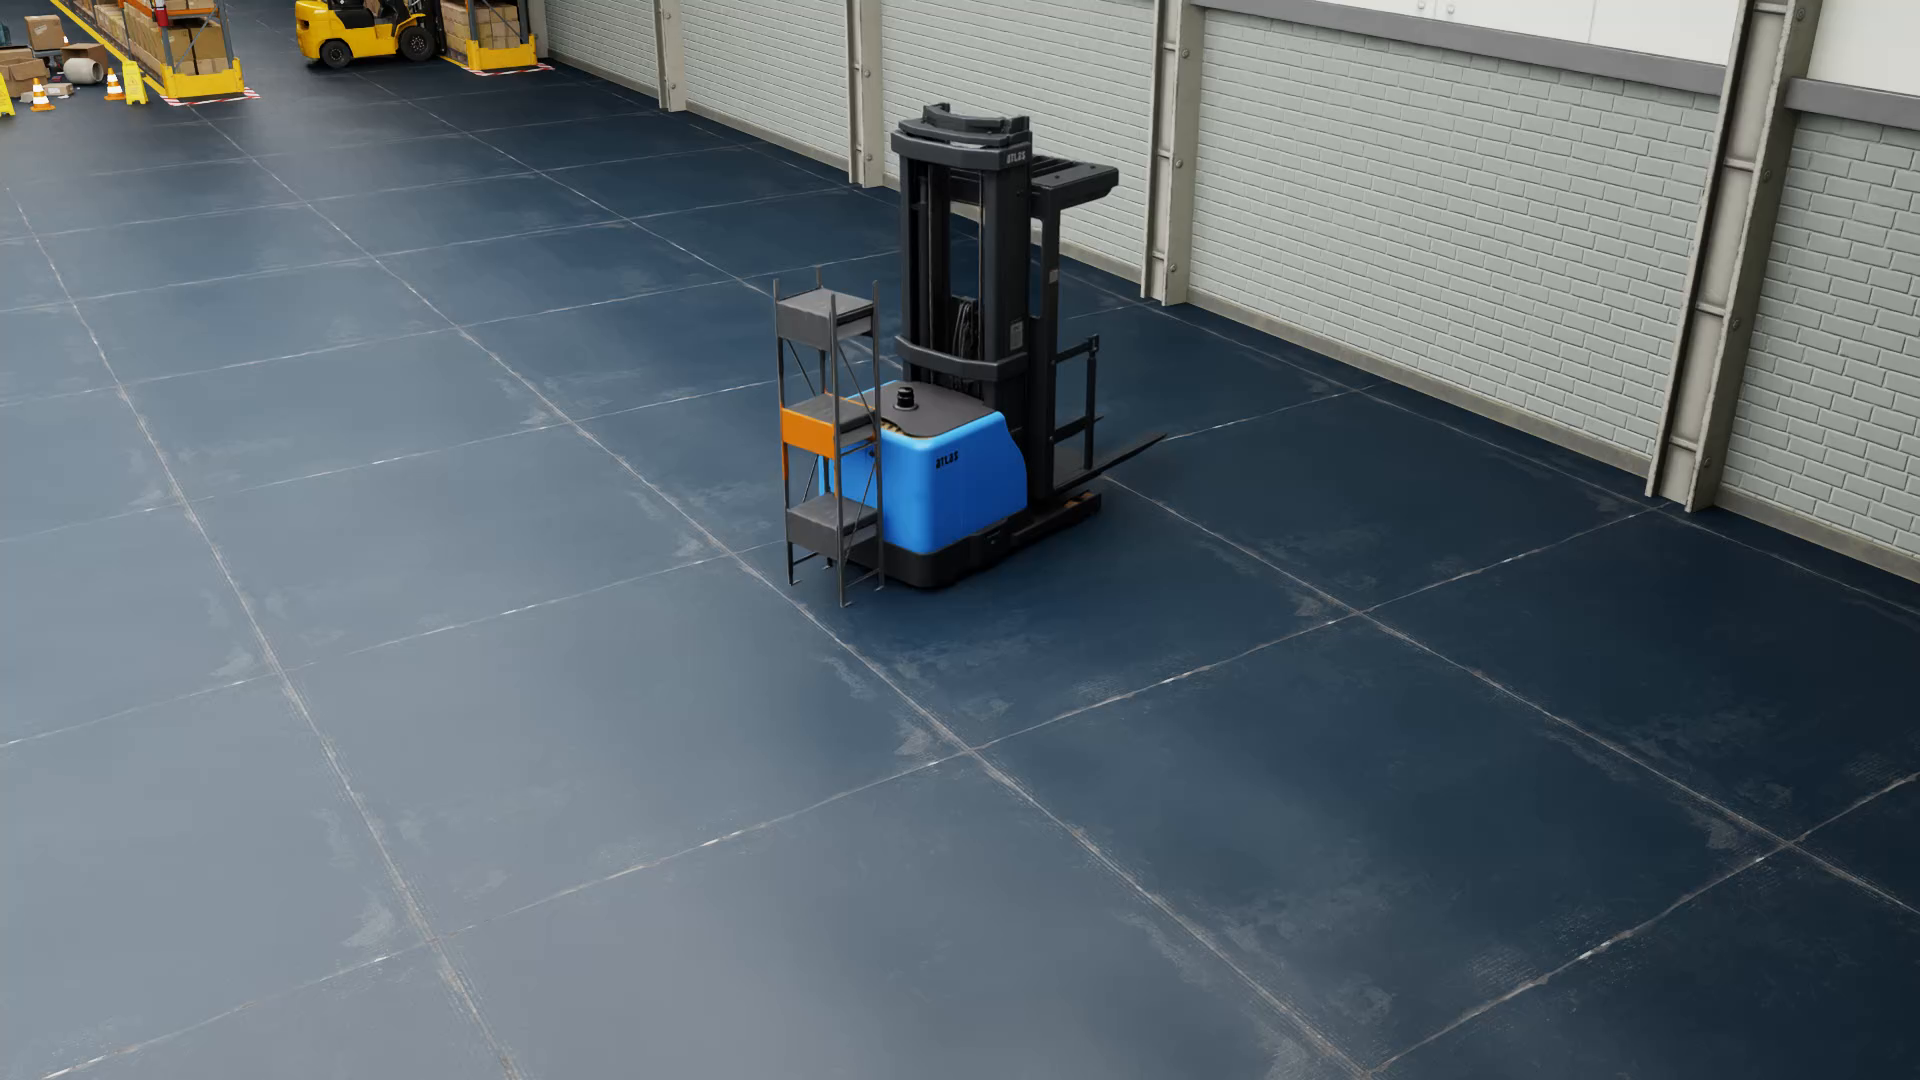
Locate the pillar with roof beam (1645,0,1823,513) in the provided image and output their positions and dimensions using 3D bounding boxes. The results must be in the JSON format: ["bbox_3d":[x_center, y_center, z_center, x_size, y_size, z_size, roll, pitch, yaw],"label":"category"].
[{"bbox_3d":[1.745,-3.371,8.312,9.100,9.000,0.400,-16,29,-30],"label":"pillar with roof beam"}]

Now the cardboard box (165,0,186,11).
[{"bbox_3d":[-12.665,-8.599,26.707,0.380,0.149,0.250,-14,29,-28],"label":"cardboard box"}]

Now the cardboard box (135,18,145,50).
[{"bbox_3d":[-13.785,-8.696,28.470,0.500,0.500,0.500,-14,29,-27],"label":"cardboard box"}]

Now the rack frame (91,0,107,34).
[{"bbox_3d":[-16.648,-11.490,32.537,1.000,3.000,0.127,-16,29,-30],"label":"rack frame"}]

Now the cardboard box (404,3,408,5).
[{"bbox_3d":[-10.303,-10.145,31.832,0.500,0.250,0.500,-16,29,-30],"label":"cardboard box"}]

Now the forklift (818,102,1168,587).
[{"bbox_3d":[0.376,-1.566,11.595,1.130,2.935,3.031,20,32,36],"label":"forklift"}]

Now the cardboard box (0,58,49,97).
[{"bbox_3d":[-15.361,-7.538,27.090,0.637,0.503,0.797,7,26,15],"label":"cardboard box"}]

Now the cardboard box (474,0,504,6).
[{"bbox_3d":[-8.504,-9.579,30.048,0.500,0.250,0.500,-15,29,-29],"label":"cardboard box"}]

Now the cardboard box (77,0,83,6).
[{"bbox_3d":[-18.427,-11.946,35.502,0.875,0.875,0.875,-15,29,-28],"label":"cardboard box"}]

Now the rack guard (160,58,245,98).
[{"bbox_3d":[-12.323,-7.525,27.067,1.175,0.500,0.348,-16,29,-30],"label":"rack guard"}]

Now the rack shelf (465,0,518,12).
[{"bbox_3d":[-9.216,-10.176,30.598,1.077,0.370,4.000,-16,29,-30],"label":"rack shelf"}]

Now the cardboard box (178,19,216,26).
[{"bbox_3d":[-12.792,-8.461,27.973,0.500,0.500,0.500,-17,30,-31],"label":"cardboard box"}]

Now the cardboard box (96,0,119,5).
[{"bbox_3d":[-16.956,-10.985,33.466,0.875,0.875,0.875,-16,30,-30],"label":"cardboard box"}]

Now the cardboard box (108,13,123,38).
[{"bbox_3d":[-15.530,-9.752,31.443,0.950,0.372,0.625,-14,29,-28],"label":"cardboard box"}]

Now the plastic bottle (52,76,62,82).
[{"bbox_3d":[-15.332,-7.832,28.230,0.133,0.061,0.283,-10,27,-21],"label":"plastic bottle"}]

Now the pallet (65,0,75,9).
[{"bbox_3d":[-19.182,-11.950,36.778,1.003,0.211,1.213,-16,29,-30],"label":"pallet"}]

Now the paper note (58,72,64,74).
[{"bbox_3d":[-15.605,-8.129,28.897,0.148,0.019,0.142,-16,29,-30],"label":"paper note"}]

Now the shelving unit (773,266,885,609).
[{"bbox_3d":[-0.822,-0.638,10.604,0.503,2.100,0.431,20,32,36],"label":"shelving unit"}]

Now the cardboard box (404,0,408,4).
[{"bbox_3d":[-10.307,-10.370,31.722,0.500,0.250,0.500,-16,30,-30],"label":"cardboard box"}]

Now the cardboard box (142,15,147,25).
[{"bbox_3d":[-13.328,-8.639,27.590,0.380,0.149,0.250,-15,29,-29],"label":"cardboard box"}]

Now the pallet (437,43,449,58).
[{"bbox_3d":[-9.239,-9.225,31.007,1.003,0.211,1.213,-16,29,-30],"label":"pallet"}]

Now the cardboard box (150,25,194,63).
[{"bbox_3d":[-12.937,-8.140,27.292,0.500,0.500,0.500,-15,29,-29],"label":"cardboard box"}]

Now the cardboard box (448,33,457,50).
[{"bbox_3d":[-8.909,-9.007,30.008,0.500,0.250,0.500,-16,29,-30],"label":"cardboard box"}]

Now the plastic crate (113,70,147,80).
[{"bbox_3d":[-14.295,-7.986,28.536,0.583,0.080,0.402,18,31,33],"label":"plastic crate"}]

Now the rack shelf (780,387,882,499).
[{"bbox_3d":[-0.822,-0.626,10.610,0.480,0.518,0.431,20,32,36],"label":"rack shelf"}]

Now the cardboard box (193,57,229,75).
[{"bbox_3d":[-12.490,-7.928,27.721,0.500,0.250,0.500,-16,30,-30],"label":"cardboard box"}]

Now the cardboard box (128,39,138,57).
[{"bbox_3d":[-14.369,-8.732,29.424,0.500,0.250,0.500,-17,30,-32],"label":"cardboard box"}]

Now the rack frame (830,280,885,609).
[{"bbox_3d":[-0.638,-0.570,10.460,0.015,2.100,0.400,20,32,36],"label":"rack frame"}]

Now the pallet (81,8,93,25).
[{"bbox_3d":[-17.678,-10.964,34.691,1.003,0.211,1.213,-16,29,-30],"label":"pallet"}]

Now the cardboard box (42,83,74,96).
[{"bbox_3d":[-14.689,-7.337,27.080,0.380,0.149,0.250,-1,25,-3],"label":"cardboard box"}]

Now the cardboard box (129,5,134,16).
[{"bbox_3d":[-14.069,-9.122,28.612,0.380,0.149,0.250,-14,29,-28],"label":"cardboard box"}]

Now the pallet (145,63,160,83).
[{"bbox_3d":[-13.399,-8.129,28.685,1.003,0.211,1.213,-16,29,-30],"label":"pallet"}]

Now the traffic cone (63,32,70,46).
[{"bbox_3d":[-16.315,-9.029,30.297,0.336,0.463,0.334,-16,29,-30],"label":"traffic cone"}]

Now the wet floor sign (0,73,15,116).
[{"bbox_3d":[-14.699,-6.825,25.414,0.267,0.644,0.232,-22,33,-38],"label":"wet floor sign"}]

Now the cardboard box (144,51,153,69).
[{"bbox_3d":[-13.514,-8.174,28.243,0.500,0.250,0.500,-17,30,-31],"label":"cardboard box"}]

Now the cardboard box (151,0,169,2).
[{"bbox_3d":[-12.808,-8.938,26.666,0.500,0.500,0.500,-16,30,-30],"label":"cardboard box"}]

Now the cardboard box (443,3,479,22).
[{"bbox_3d":[-8.921,-9.458,29.792,0.500,0.250,0.500,-15,29,-29],"label":"cardboard box"}]

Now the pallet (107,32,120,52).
[{"bbox_3d":[-15.561,-9.513,31.616,1.003,0.211,1.213,-16,29,-30],"label":"pallet"}]

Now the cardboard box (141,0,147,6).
[{"bbox_3d":[-13.184,-8.845,27.230,0.380,0.149,0.250,-15,29,-29],"label":"cardboard box"}]

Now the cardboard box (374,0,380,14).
[{"bbox_3d":[-11.432,-11.065,33.927,0.875,0.625,0.625,-17,30,-32],"label":"cardboard box"}]

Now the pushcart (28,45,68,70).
[{"bbox_3d":[-16.348,-8.324,28.903,0.936,0.377,1.648,18,31,33],"label":"pushcart"}]

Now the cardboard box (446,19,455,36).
[{"bbox_3d":[-8.917,-9.242,29.920,0.500,0.250,0.500,-16,30,-30],"label":"cardboard box"}]
